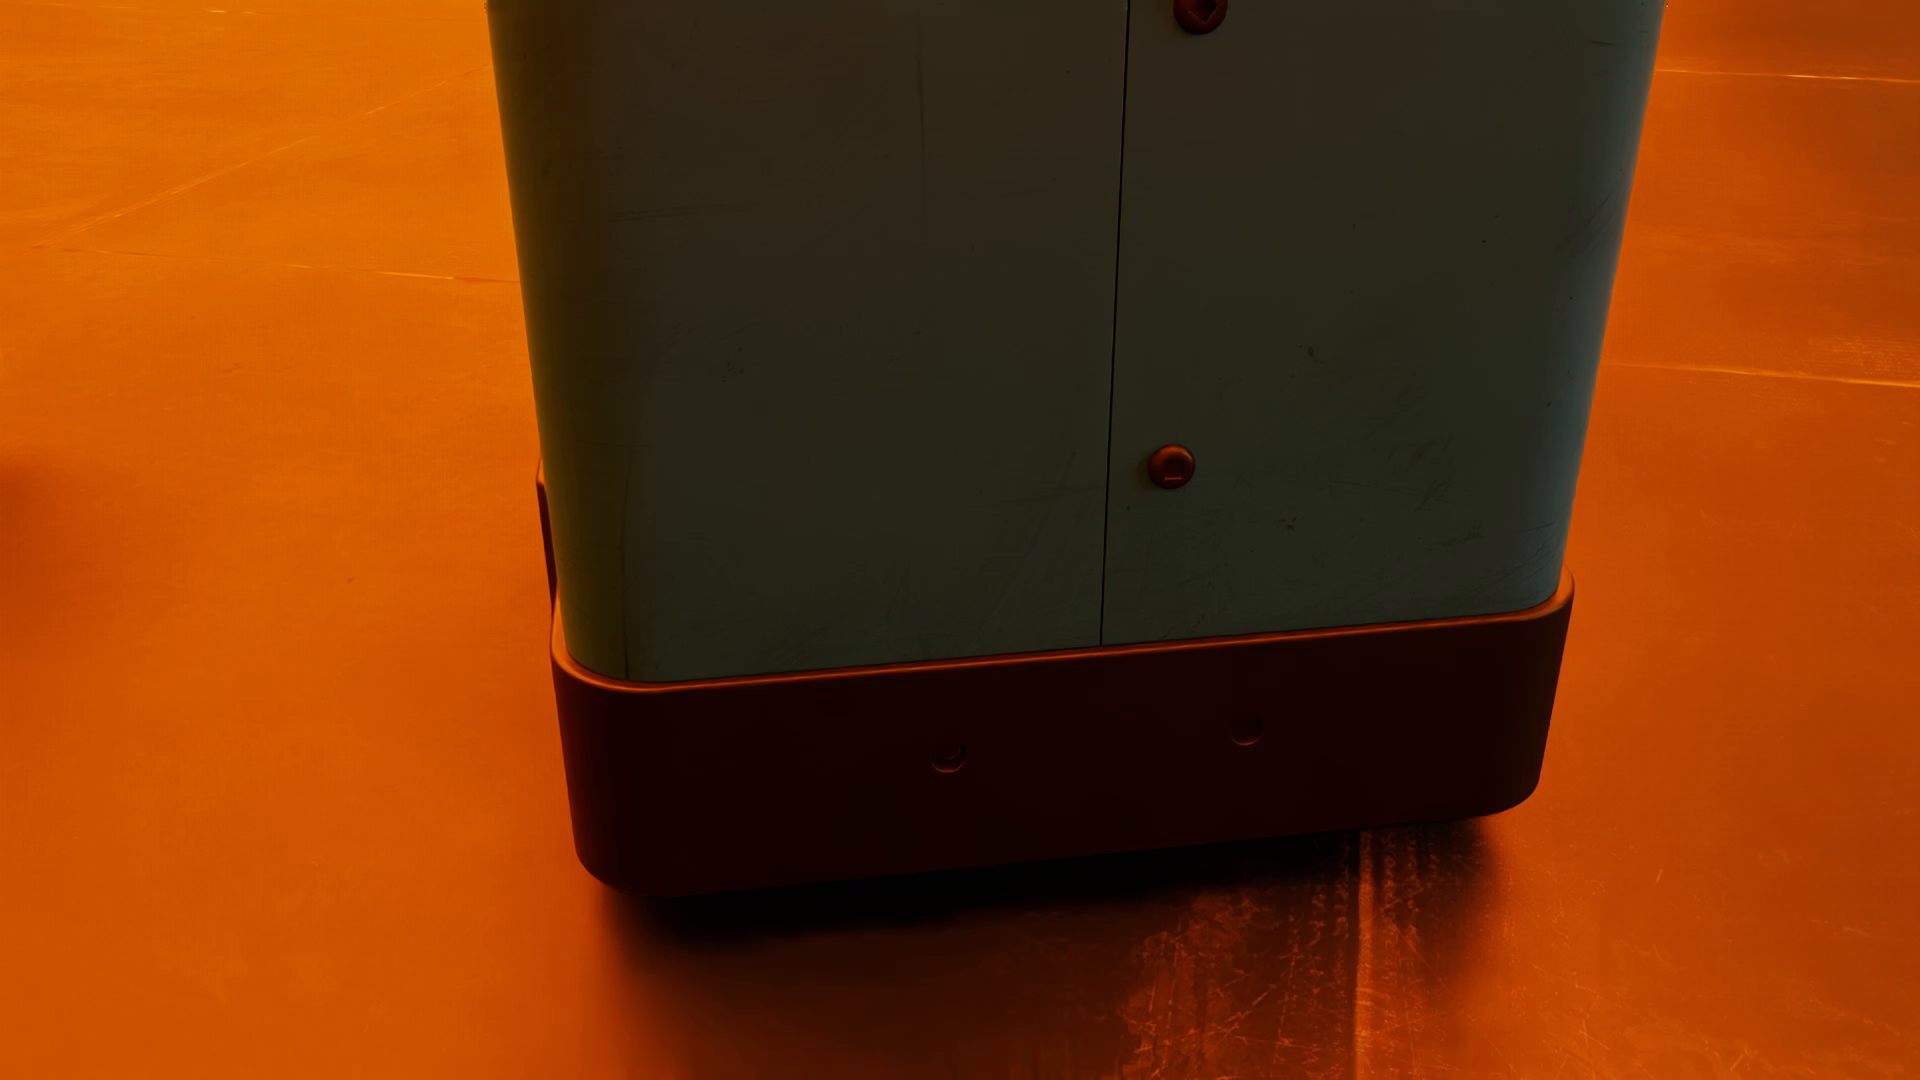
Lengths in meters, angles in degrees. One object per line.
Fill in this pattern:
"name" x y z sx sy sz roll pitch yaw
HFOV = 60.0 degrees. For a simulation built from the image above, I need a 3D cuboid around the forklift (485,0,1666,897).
"forklift" -0.102 -1.595 2.408 1.130 2.935 3.031 -4 27 -8
